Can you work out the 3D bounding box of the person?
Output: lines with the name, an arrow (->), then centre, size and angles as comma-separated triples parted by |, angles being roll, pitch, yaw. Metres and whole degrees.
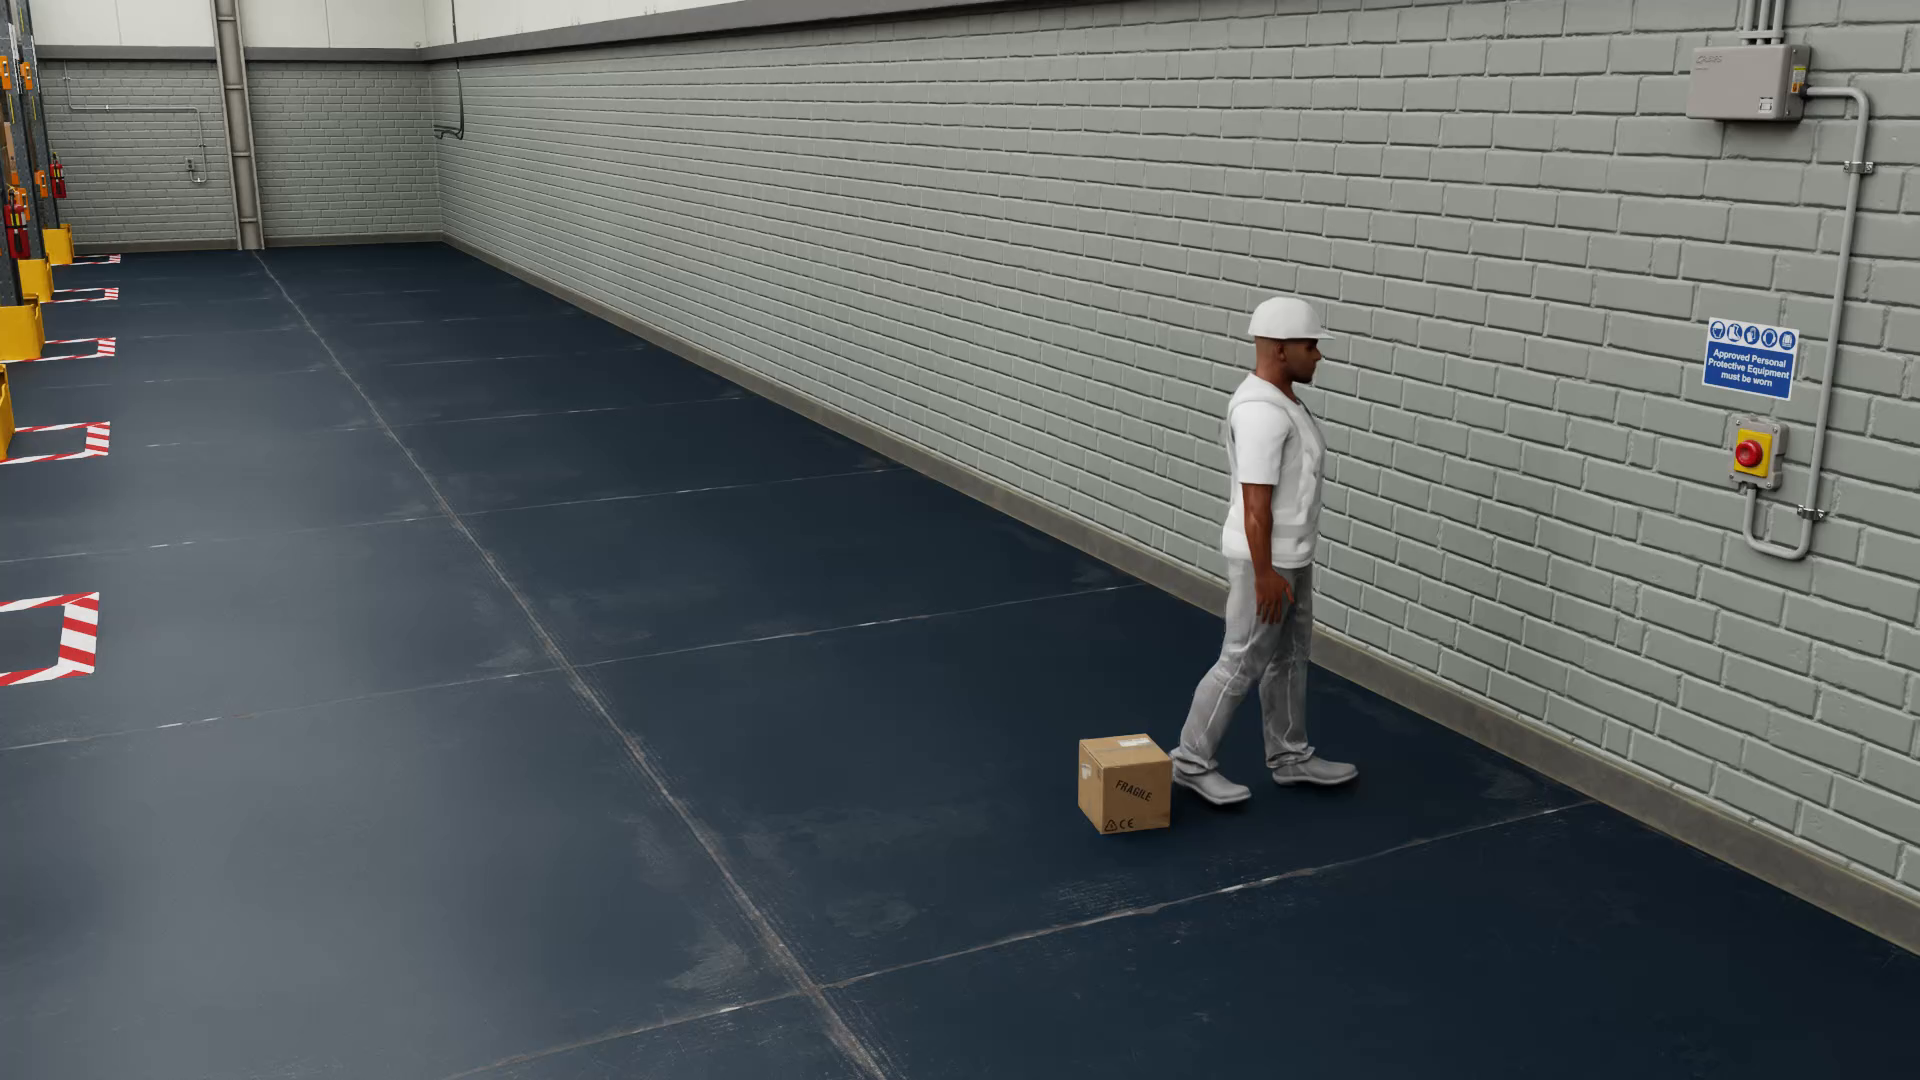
person -> 1.088, 0.050, 5.755 | 0.648, 1.771, 0.567 | 5, 16, 17
